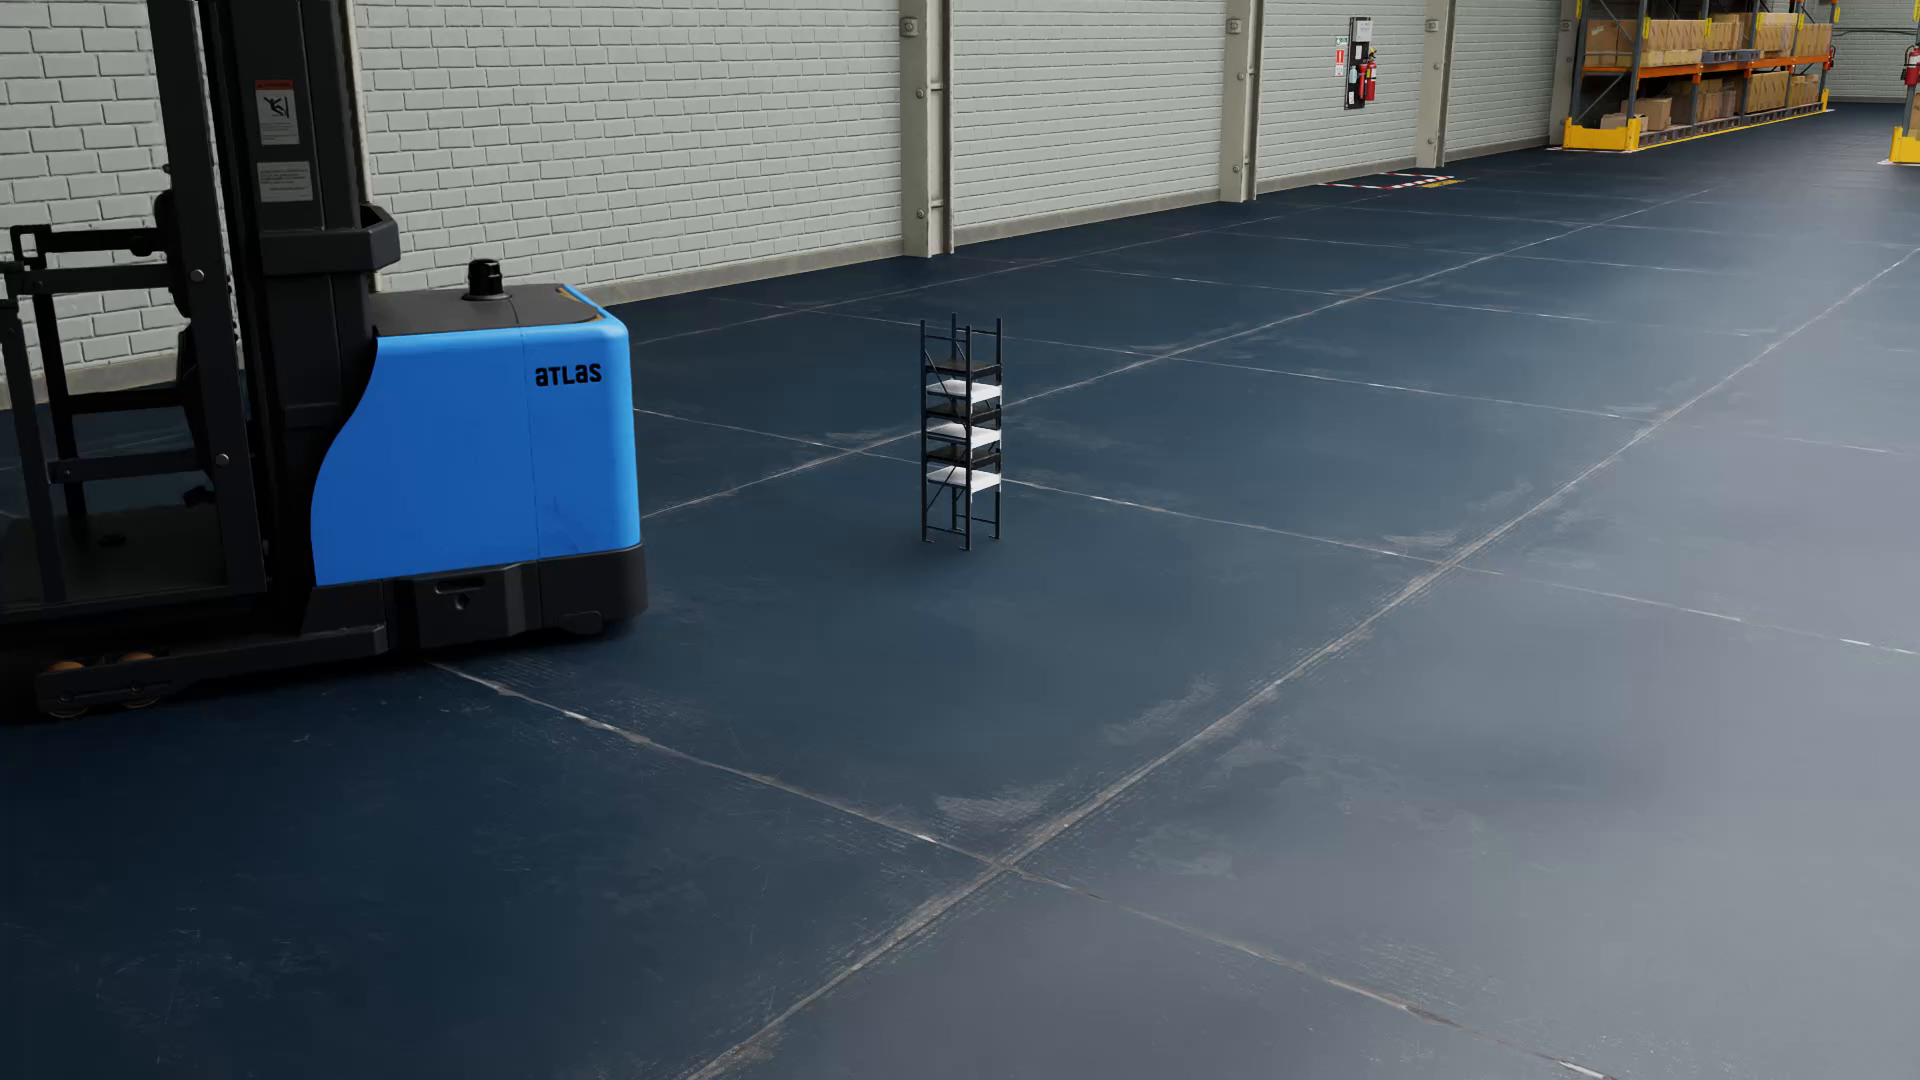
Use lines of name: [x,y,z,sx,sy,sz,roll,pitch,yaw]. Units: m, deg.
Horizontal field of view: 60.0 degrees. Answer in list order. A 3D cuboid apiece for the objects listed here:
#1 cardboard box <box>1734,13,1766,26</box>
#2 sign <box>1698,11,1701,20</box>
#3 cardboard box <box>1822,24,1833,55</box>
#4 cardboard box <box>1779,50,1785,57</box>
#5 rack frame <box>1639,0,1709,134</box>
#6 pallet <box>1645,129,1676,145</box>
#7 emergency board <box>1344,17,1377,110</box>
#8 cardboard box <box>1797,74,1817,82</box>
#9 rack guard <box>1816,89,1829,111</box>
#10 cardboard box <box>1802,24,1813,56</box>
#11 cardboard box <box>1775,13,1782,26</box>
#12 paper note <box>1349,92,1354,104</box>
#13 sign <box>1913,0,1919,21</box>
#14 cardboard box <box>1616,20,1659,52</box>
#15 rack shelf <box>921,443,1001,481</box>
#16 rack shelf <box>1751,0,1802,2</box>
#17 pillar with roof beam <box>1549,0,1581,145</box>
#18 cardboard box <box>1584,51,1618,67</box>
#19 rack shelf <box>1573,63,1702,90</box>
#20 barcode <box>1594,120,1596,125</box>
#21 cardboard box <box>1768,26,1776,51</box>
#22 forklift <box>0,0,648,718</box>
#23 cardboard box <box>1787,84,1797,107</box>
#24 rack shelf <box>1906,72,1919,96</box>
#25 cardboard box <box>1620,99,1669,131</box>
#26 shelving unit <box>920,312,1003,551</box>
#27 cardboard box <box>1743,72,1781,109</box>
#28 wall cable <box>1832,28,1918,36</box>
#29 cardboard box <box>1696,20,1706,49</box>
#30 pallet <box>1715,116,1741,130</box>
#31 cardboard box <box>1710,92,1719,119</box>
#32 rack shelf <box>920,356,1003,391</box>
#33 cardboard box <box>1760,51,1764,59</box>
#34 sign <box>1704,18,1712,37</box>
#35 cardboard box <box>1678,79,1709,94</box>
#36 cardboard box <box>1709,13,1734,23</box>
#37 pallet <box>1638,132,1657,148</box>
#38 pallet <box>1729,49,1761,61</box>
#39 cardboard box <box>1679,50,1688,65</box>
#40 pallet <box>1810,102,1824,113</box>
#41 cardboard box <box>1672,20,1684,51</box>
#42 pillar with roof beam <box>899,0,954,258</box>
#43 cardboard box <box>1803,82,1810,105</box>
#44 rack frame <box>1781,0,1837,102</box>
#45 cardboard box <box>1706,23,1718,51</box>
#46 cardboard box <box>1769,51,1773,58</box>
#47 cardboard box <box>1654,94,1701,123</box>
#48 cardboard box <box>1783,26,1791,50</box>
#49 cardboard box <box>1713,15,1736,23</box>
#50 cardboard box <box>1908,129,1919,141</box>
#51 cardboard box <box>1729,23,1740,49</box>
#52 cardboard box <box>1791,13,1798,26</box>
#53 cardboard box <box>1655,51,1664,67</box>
cardboard box: [15.972,-10.535,33.641,0.500,0.250,0.500,13,22,36]
sign: [15.029,-10.558,33.733,0.100,0.325,0.005,12,21,35]
cardboard box: [19.948,-11.833,39.285,0.980,0.700,0.700,14,22,37]
cardboard box: [17.454,-10.428,35.657,0.380,0.149,0.250,12,21,35]
rack frame: [13.093,-8.955,30.523,1.000,3.000,0.127,12,21,35]
pallet: [11.995,-7.165,29.462,1.003,0.211,1.213,12,21,35]
emergency board: [5.354,-6.311,22.009,0.194,1.169,0.643,12,21,35]
cardboard box: [19.825,-10.822,38.947,0.380,0.149,0.250,13,22,36]
rack guard: [20.258,-10.625,40.116,1.175,0.500,0.348,12,21,35]
cardboard box: [18.636,-11.303,37.578,0.980,0.700,0.700,12,21,33]
cardboard box: [16.868,-10.899,34.813,0.500,0.250,0.500,12,21,34]
paper note: [5.193,-5.860,22.043,0.016,0.148,0.142,12,21,35]
sign: [14.263,-7.893,24.752,0.100,0.325,0.005,12,21,35]
cardboard box: [11.236,-8.359,27.558,0.500,0.500,0.500,12,21,35]
rack shelf: [0.005,-0.314,6.653,0.258,0.077,0.200,12,21,35]
rack shelf: [16.668,-11.473,34.787,1.077,0.370,4.000,12,21,35]
pillar with roof beam: [13.890,-10.426,25.145,9.100,9.000,0.400,12,21,35]
cardboard box: [10.833,-8.086,27.943,0.500,0.250,0.500,13,21,35]
rack shelf: [11.902,-8.135,29.096,1.077,0.370,4.000,12,21,35]
barcode: [10.884,-7.157,28.508,0.001,0.075,0.075,12,21,35]
cardboard box: [16.588,-10.419,34.532,0.500,0.500,0.500,12,21,34]
forklift: [-2.641,-1.041,5.153,3.031,2.935,1.130,-7,19,-23]
cardboard box: [18.388,-10.027,37.483,0.700,0.500,0.500,13,21,35]
rack shelf: [15.882,-7.261,26.280,1.077,0.370,4.000,12,21,35]
cardboard box: [12.012,-7.469,29.212,0.700,0.500,0.500,11,20,31]
shelving unit: [0.005,-0.432,6.617,0.258,0.900,0.210,12,21,35]
cardboard box: [17.050,-9.644,35.659,0.750,0.750,0.750,13,22,36]
wall cable: [23.900,-14.479,43.432,3.097,2.526,0.112,12,21,35]
cardboard box: [13.060,-9.084,29.893,0.500,0.500,0.500,12,21,35]
pallet: [15.010,-8.390,33.406,1.003,0.211,1.213,12,21,35]
cardboard box: [14.416,-8.518,32.588,0.700,0.500,0.500,12,21,34]
rack shelf: [0.005,-0.658,6.546,0.258,0.077,0.200,12,21,35]
cardboard box: [16.242,-9.942,34.090,0.380,0.149,0.250,13,22,36]
sign: [13.534,-9.274,30.092,0.100,0.325,0.005,12,21,35]
cardboard box: [14.085,-8.738,32.032,0.500,0.250,0.500,12,21,33]
cardboard box: [15.539,-10.619,33.913,0.500,0.250,0.500,13,22,36]
pallet: [11.268,-6.876,28.530,1.003,0.211,1.213,12,21,35]
pallet: [15.138,-9.628,33.012,1.213,0.211,1.003,12,21,35]
cardboard box: [12.464,-8.487,29.235,0.500,0.250,0.500,12,21,34]
pallet: [19.830,-10.277,39.483,1.003,0.211,1.213,12,21,35]
cardboard box: [12.149,-8.722,28.727,0.500,0.500,0.500,13,22,36]
pillar with roof beam: [3.165,-6.139,11.339,9.100,9.000,0.400,12,21,35]
cardboard box: [19.309,-10.397,38.671,0.700,0.500,0.500,12,21,33]
rack frame: [20.243,-11.813,39.727,1.000,3.000,0.127,12,21,35]
cardboard box: [13.763,-9.460,31.238,0.700,0.500,0.500,15,23,40]
cardboard box: [16.926,-10.263,35.126,0.380,0.149,0.250,13,22,36]
cardboard box: [13.519,-8.150,31.403,0.700,0.500,0.500,13,22,37]
cardboard box: [17.491,-10.782,35.703,0.500,0.500,0.500,13,21,35]
cardboard box: [15.115,-10.309,32.878,0.380,0.149,0.250,9,19,26]
cardboard box: [14.773,-6.195,25.564,0.500,0.250,0.500,12,21,35]
cardboard box: [14.894,-9.914,32.701,0.700,0.500,0.500,10,20,30]
cardboard box: [17.787,-11.262,35.982,0.500,0.250,0.500,13,22,36]
cardboard box: [11.554,-8.127,28.074,0.500,0.250,0.500,12,21,33]
